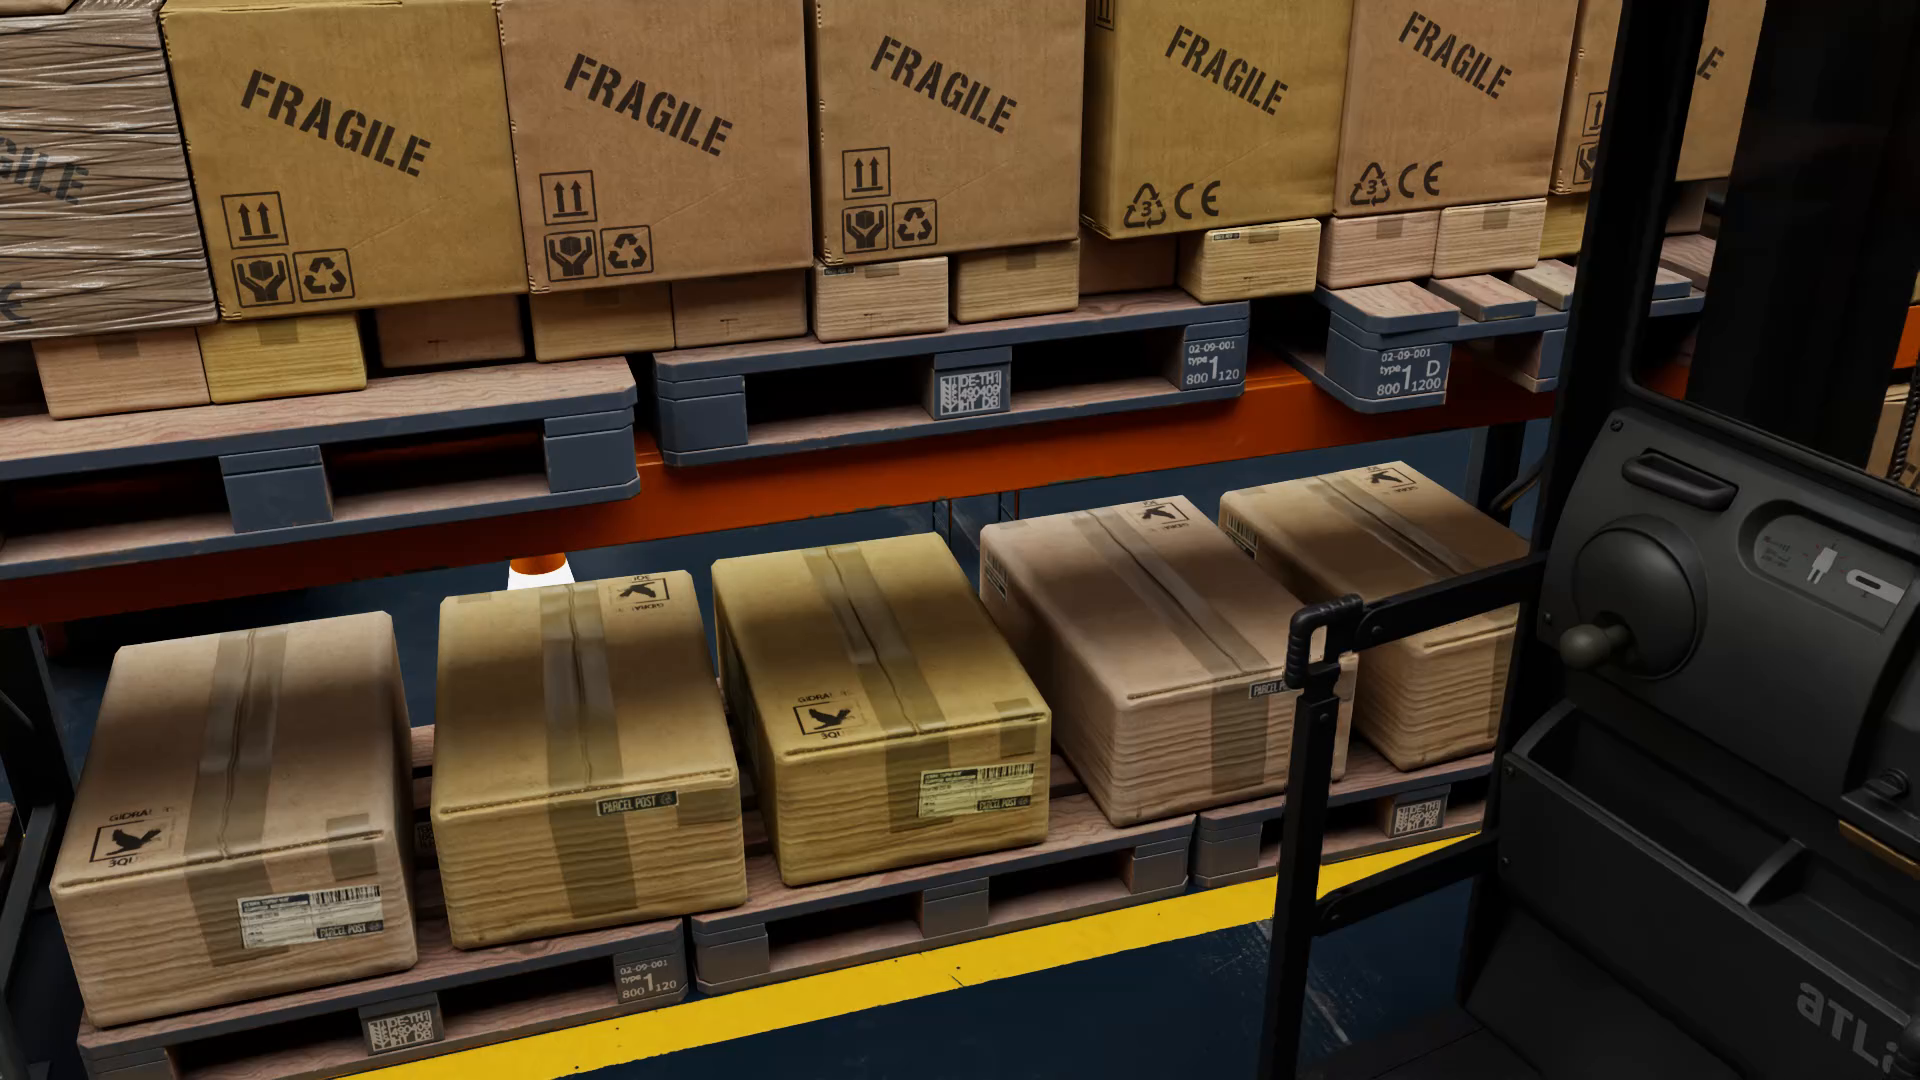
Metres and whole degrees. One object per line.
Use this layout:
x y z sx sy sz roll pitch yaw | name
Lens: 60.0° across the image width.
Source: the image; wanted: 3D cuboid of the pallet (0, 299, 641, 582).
-1.292 -0.300 3.196 1.213 0.211 1.003 -8 28 -16 | pallet

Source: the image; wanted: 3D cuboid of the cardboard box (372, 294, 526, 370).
-0.954 -0.462 3.117 0.250 0.149 0.380 -6 27 -13 | cardboard box

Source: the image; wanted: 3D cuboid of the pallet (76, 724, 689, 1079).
-1.324 0.799 3.902 1.213 0.211 1.003 -8 28 -16 | pallet

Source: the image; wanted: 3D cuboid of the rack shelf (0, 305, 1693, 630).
-0.162 -0.295 3.780 4.000 0.370 1.077 -8 28 -16 | rack shelf

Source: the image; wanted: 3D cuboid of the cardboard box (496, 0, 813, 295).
-0.579 -0.783 3.034 0.500 0.500 0.500 -8 28 -16 | cardboard box

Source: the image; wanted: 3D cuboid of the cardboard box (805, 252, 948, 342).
-0.193 -0.528 3.250 0.250 0.149 0.380 -7 27 -14 | cardboard box

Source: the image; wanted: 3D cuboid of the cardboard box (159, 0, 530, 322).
-1.053 -0.720 2.909 0.500 0.500 0.500 -8 28 -16 | cardboard box

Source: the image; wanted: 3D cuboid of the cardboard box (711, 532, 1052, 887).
-0.223 0.377 4.100 0.625 0.372 0.950 -7 27 -14 | cardboard box

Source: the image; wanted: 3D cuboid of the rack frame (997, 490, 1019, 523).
0.167 -0.494 5.565 0.008 1.050 0.200 -8 28 -16 | rack frame

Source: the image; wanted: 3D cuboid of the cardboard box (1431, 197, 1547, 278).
1.043 -0.702 3.602 0.250 0.149 0.380 -8 28 -17 | cardboard box

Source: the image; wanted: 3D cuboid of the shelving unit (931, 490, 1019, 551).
0.051 -0.478 5.531 0.252 1.050 0.215 -8 28 -16 | shelving unit

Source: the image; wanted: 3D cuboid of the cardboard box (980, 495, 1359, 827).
0.500 0.275 4.306 0.625 0.372 0.950 -9 28 -17 | cardboard box

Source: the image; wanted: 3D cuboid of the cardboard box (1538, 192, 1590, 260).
1.268 -0.756 3.710 0.250 0.149 0.380 -8 27 -15 | cardboard box

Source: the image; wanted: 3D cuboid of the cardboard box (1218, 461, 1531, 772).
1.199 0.170 4.517 0.625 0.372 0.950 -10 28 -20 | cardboard box

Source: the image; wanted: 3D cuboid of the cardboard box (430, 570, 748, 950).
-0.883 0.473 3.906 0.625 0.372 0.950 -7 27 -13 | cardboard box

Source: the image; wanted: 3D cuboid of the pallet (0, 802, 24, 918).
-2.691 1.015 3.469 1.213 0.211 1.003 -8 28 -16 | pallet

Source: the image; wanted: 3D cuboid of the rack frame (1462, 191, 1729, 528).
1.740 -0.893 4.175 0.127 3.000 1.000 -8 28 -16 | rack frame

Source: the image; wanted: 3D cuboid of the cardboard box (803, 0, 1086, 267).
-0.094 -0.858 3.186 0.500 0.500 0.500 -9 28 -18 | cardboard box

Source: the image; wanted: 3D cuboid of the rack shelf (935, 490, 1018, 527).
0.051 -0.219 5.660 0.240 0.259 0.215 -8 28 -16 | rack shelf

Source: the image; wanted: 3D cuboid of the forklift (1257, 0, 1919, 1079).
1.020 0.141 2.171 3.031 2.935 1.130 -14 29 -25 | forklift

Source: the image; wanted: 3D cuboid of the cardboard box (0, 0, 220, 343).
-1.529 -0.651 2.769 0.500 0.500 0.500 -8 27 -15 | cardboard box

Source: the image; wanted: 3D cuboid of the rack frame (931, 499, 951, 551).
-0.065 -0.461 5.498 0.008 1.050 0.200 -8 28 -16 | rack frame

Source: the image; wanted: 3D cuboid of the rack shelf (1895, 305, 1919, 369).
3.641 -0.846 4.889 4.000 0.370 1.077 -8 28 -16 | rack shelf

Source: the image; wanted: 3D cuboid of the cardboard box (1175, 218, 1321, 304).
0.543 -0.627 3.451 0.250 0.149 0.380 -8 27 -15 | cardboard box

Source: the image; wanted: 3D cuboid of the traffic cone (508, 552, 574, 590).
-1.318 0.032 5.166 0.334 0.463 0.336 -8 28 -16 | traffic cone

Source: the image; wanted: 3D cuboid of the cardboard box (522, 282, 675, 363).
-0.697 -0.480 3.153 0.250 0.149 0.380 -8 27 -15 | cardboard box

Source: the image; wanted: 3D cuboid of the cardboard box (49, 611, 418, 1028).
-1.566 0.574 3.704 0.625 0.372 0.950 -8 27 -15 | cardboard box

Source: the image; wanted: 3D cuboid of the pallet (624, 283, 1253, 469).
-0.130 -0.517 3.633 1.213 0.211 1.003 -8 28 -16 | pallet

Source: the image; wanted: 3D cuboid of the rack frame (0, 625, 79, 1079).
-2.064 -0.342 3.065 0.127 3.000 1.000 -8 28 -16 | rack frame

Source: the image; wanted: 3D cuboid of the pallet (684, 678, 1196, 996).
-0.162 0.630 4.244 1.213 0.211 1.003 -8 28 -16 | pallet

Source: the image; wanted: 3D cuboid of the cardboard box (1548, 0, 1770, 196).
1.393 -1.079 3.630 0.500 0.500 0.500 -9 28 -18 | cardboard box

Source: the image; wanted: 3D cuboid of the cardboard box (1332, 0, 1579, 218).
0.905 -1.003 3.477 0.500 0.500 0.500 -9 28 -17 | cardboard box

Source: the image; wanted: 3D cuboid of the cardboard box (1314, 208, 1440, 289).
0.801 -0.671 3.539 0.250 0.149 0.380 -10 28 -19 | cardboard box

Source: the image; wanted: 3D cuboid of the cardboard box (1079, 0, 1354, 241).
0.426 -0.933 3.336 0.500 0.500 0.500 -10 28 -20 | cardboard box

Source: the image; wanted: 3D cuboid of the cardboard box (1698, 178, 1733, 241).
2.140 -1.005 4.569 0.500 0.250 0.500 -9 28 -18 | cardboard box

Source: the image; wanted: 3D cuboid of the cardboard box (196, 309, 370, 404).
-1.200 -0.391 2.974 0.250 0.149 0.380 -8 27 -15 | cardboard box

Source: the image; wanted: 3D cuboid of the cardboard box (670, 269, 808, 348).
-0.461 -0.513 3.220 0.250 0.149 0.380 -8 28 -16 | cardboard box

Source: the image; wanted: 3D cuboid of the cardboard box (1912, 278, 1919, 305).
2.283 -0.786 4.130 0.500 0.250 0.500 -9 28 -17 | cardboard box

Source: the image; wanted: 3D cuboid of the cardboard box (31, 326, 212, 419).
-1.440 -0.360 2.912 0.250 0.149 0.380 -8 27 -15 | cardboard box

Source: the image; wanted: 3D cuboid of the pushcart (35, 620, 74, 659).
-2.817 -0.124 5.576 0.936 0.377 1.648 -19 32 -33 | pushcart

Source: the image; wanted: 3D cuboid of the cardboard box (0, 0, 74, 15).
-1.507 -0.914 2.568 0.250 0.149 0.380 -8 28 -16 | cardboard box

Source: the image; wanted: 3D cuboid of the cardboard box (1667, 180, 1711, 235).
1.501 -0.824 3.846 0.250 0.149 0.380 -7 27 -14 | cardboard box

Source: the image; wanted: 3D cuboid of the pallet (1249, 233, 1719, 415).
1.095 -0.664 3.929 1.003 0.211 1.213 -8 28 -16 | pallet

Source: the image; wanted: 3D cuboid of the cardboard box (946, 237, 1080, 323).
0.052 -0.577 3.349 0.250 0.149 0.380 -9 28 -18 | cardboard box

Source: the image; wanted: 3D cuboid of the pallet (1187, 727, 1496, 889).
0.996 0.463 4.579 1.213 0.211 1.003 -8 28 -16 | pallet

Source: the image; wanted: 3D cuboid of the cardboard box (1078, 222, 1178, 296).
0.265 -0.646 3.488 0.250 0.149 0.380 -8 28 -16 | cardboard box

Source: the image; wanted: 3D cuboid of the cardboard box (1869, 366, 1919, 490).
2.422 -0.189 4.675 0.875 0.875 0.875 -8 28 -17 | cardboard box
